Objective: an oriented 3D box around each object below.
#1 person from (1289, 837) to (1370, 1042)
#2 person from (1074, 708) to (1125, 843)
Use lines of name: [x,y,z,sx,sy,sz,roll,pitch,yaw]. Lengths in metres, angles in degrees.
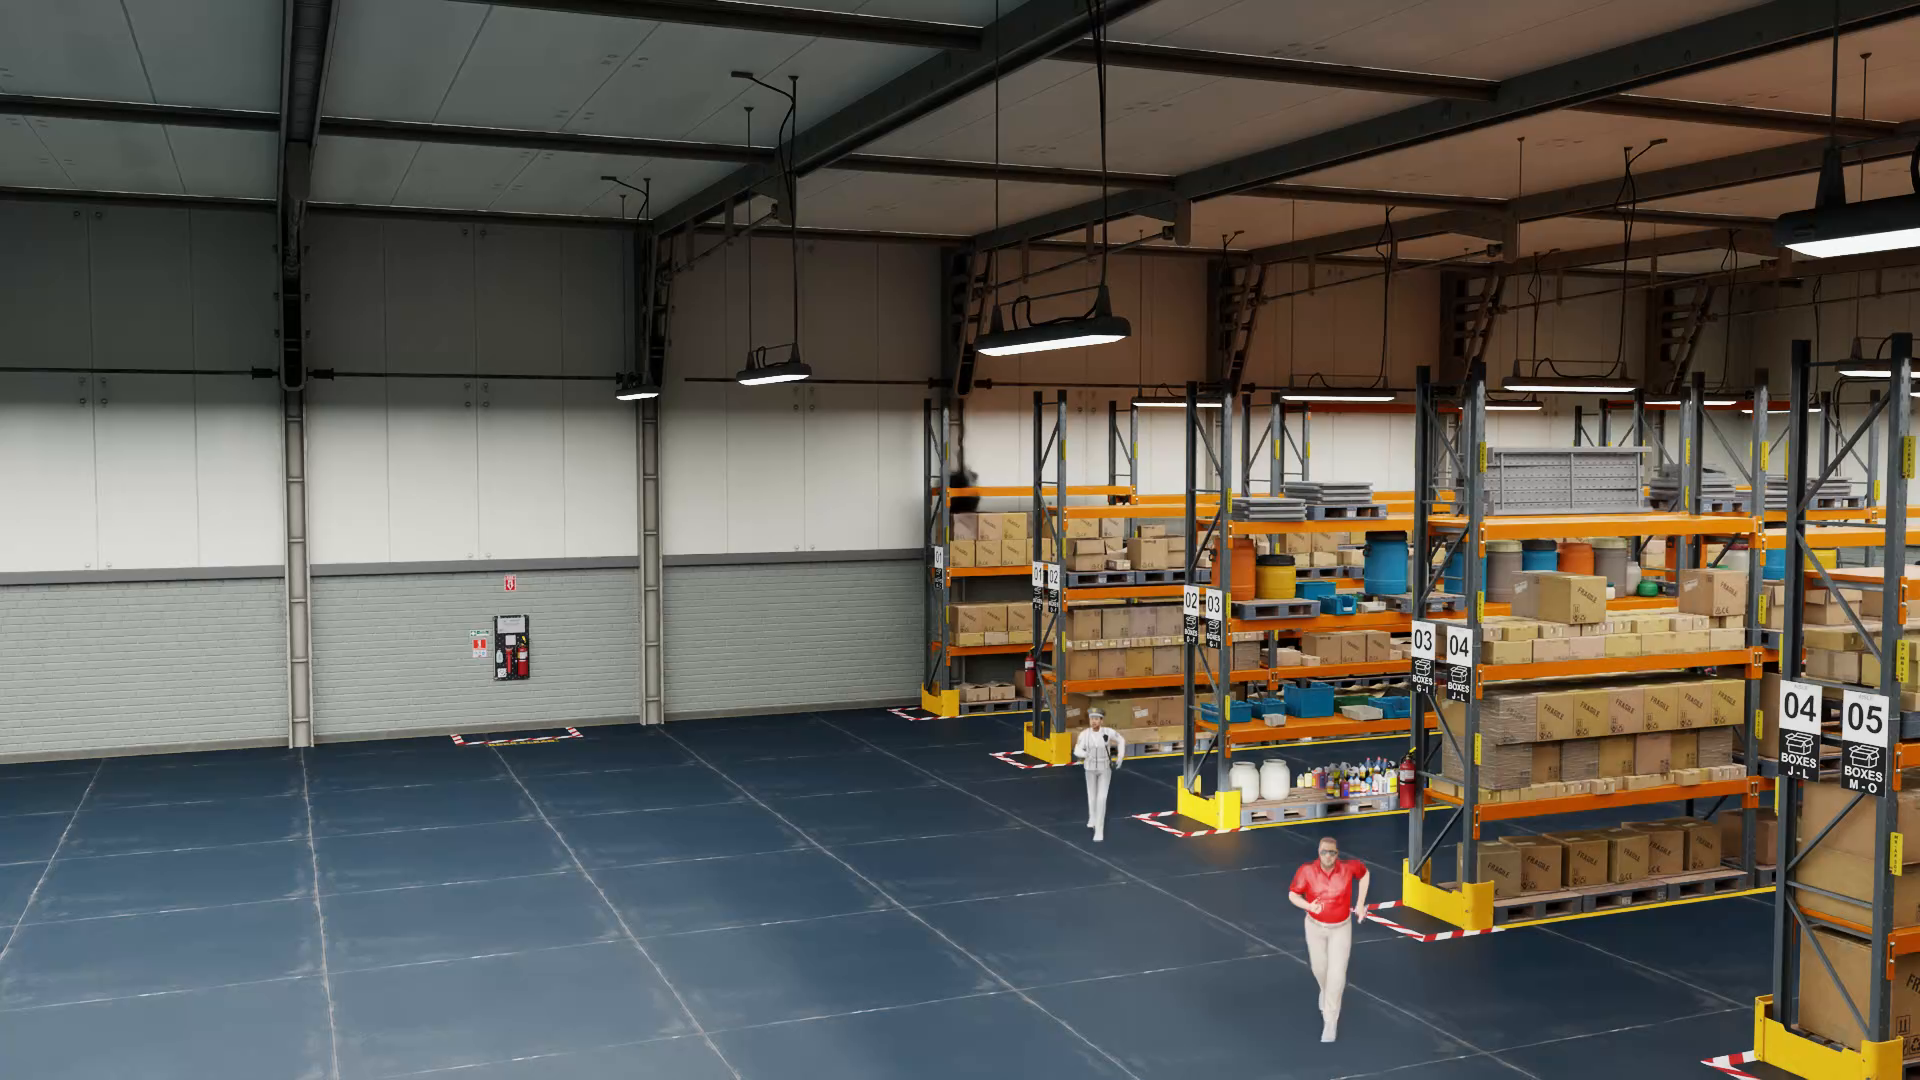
person: [3.251,3.473,14.661,0.677,1.791,0.913,1,3,16]
person: [1.827,3.041,21.777,0.623,1.742,0.876,1,3,15]
